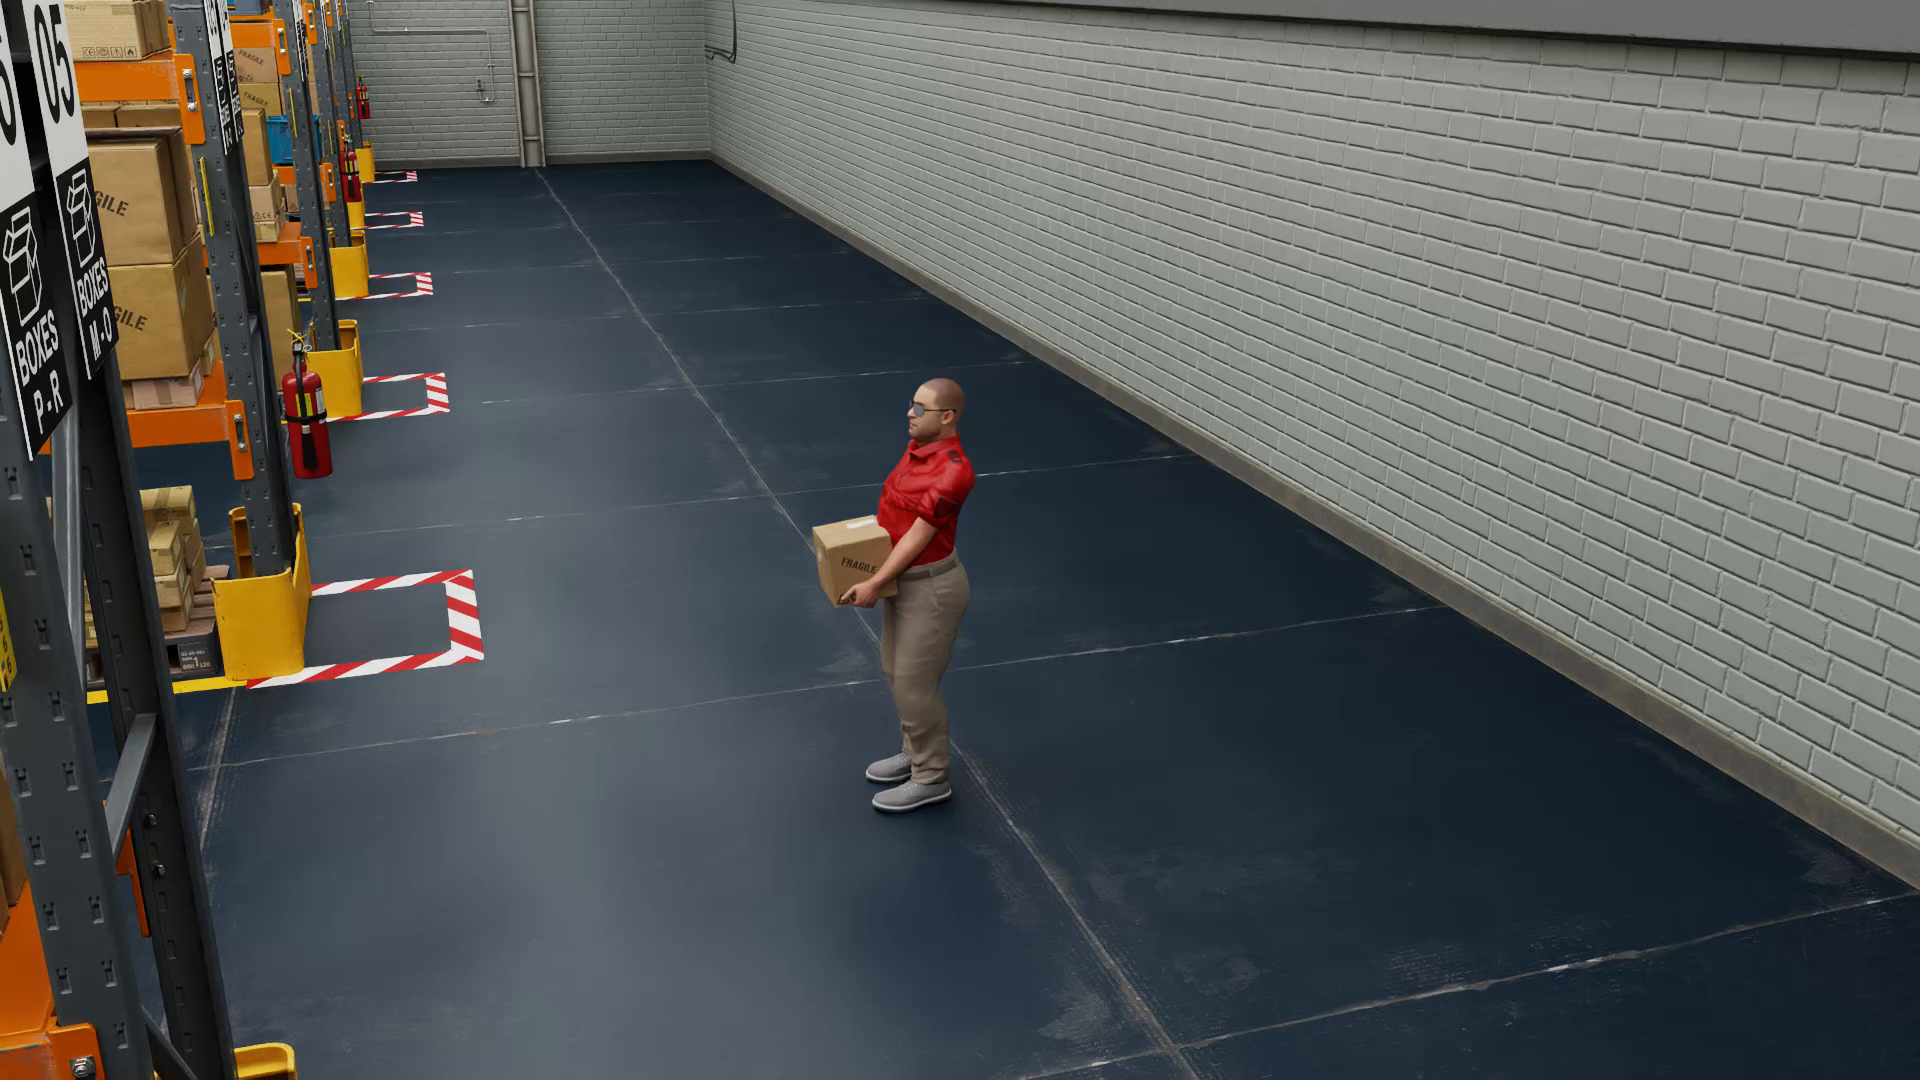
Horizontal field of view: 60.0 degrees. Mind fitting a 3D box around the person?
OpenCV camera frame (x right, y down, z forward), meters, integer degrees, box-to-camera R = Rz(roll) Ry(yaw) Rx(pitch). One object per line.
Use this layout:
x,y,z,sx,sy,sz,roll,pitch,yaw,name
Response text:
-0.231,0.217,6.485,0.530,1.714,0.494,-6,20,-16,person
